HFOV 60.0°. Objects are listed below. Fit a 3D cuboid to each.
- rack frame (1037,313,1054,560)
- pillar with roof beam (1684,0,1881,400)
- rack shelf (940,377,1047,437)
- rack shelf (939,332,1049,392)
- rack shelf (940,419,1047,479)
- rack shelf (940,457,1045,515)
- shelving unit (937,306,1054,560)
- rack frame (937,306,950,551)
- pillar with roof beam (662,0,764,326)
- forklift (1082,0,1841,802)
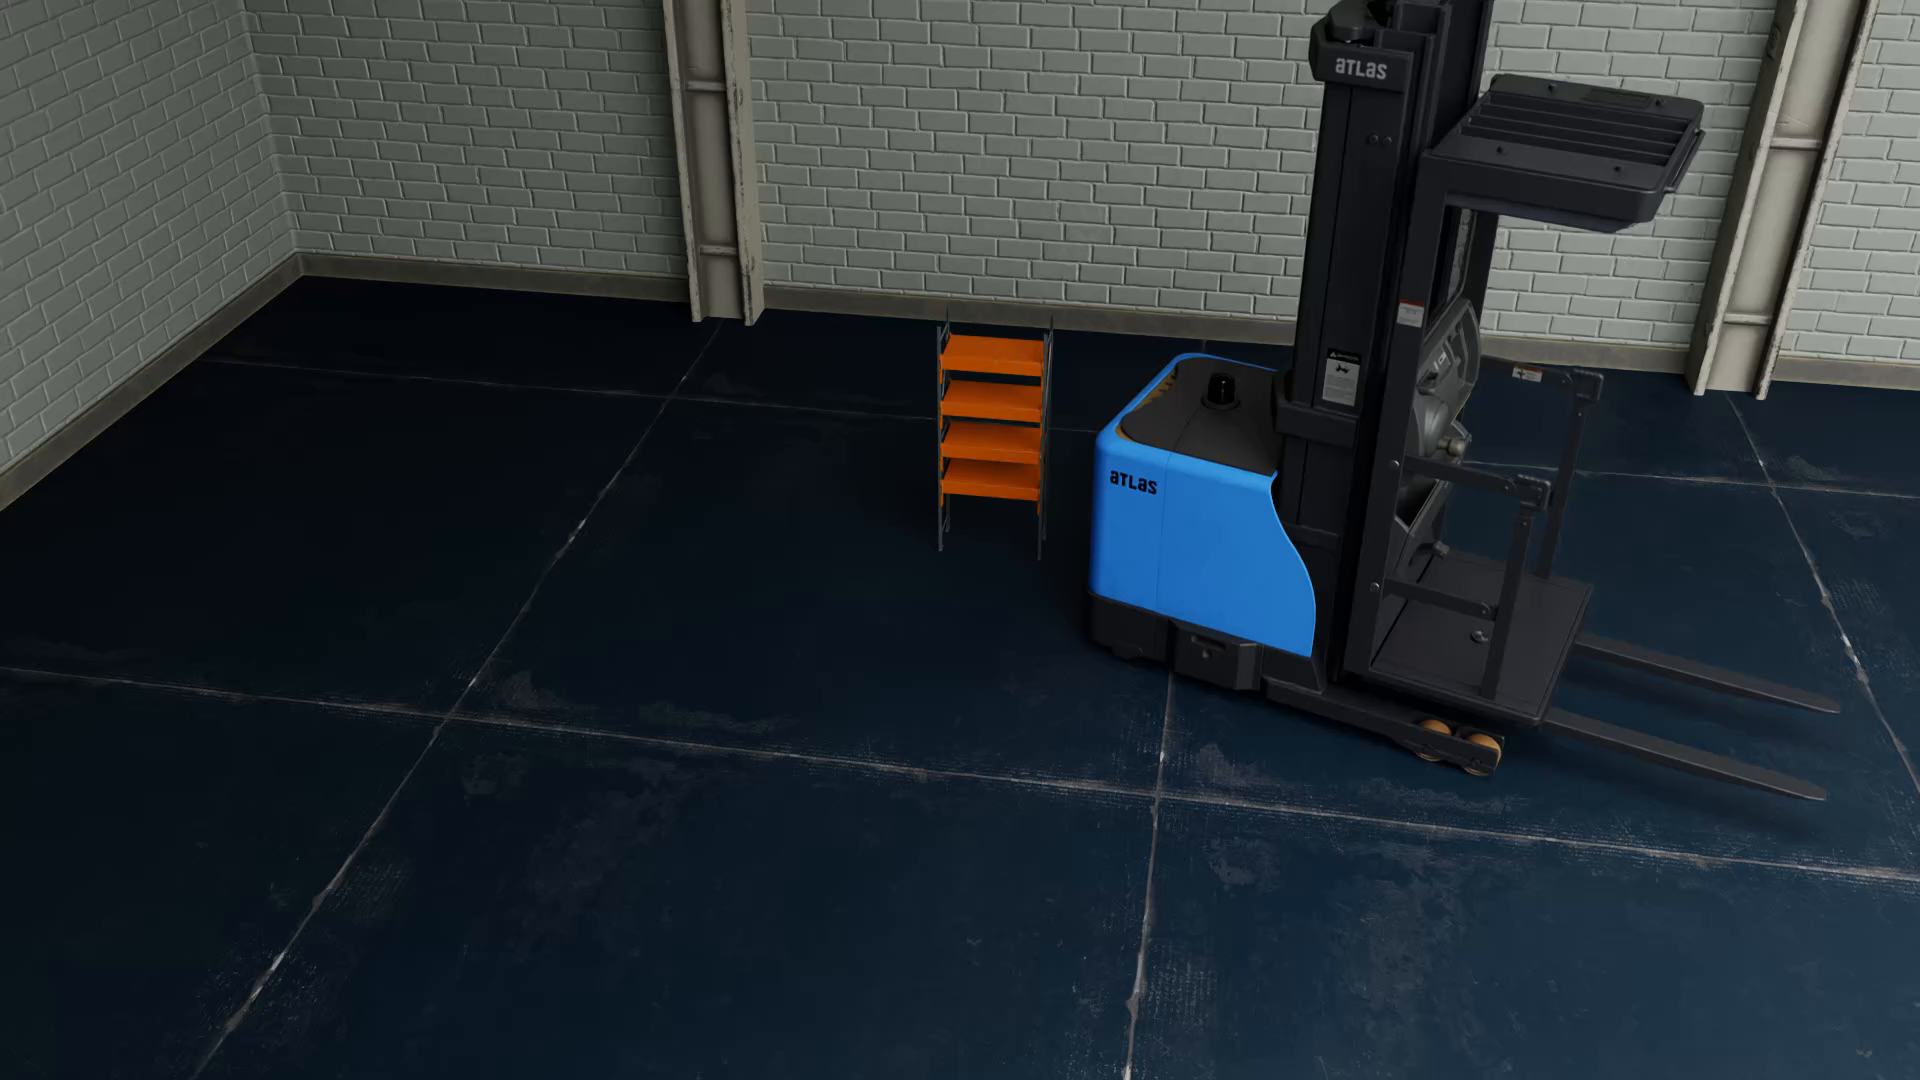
[{"bbox_3d":[0.404,-0.472,7.873,0.015,1.200,0.240,5,32,8],"label":"rack frame"},{"bbox_3d":[3.725,-2.464,3.705,0.400,9.000,9.100,5,32,8],"label":"pillar with roof beam"},{"bbox_3d":[0.163,-0.626,7.825,0.480,0.148,0.258,5,32,8],"label":"rack shelf"},{"bbox_3d":[0.163,-0.827,7.700,0.480,0.148,0.258,5,32,8],"label":"rack shelf"},{"bbox_3d":[0.163,-0.437,7.944,0.480,0.148,0.258,5,32,8],"label":"rack shelf"},{"bbox_3d":[0.163,-0.268,8.049,0.480,0.148,0.258,5,32,8],"label":"rack shelf"},{"bbox_3d":[0.163,-0.494,7.908,0.503,1.200,0.258,5,32,8],"label":"shelving unit"},{"bbox_3d":[-0.077,-0.516,7.943,0.015,1.200,0.240,5,32,8],"label":"rack frame"},{"bbox_3d":[-2.189,-2.999,4.560,0.400,9.000,9.100,5,32,8],"label":"pillar with roof beam"},{"bbox_3d":[2.092,-0.612,6.466,3.031,2.935,1.130,16,36,24],"label":"forklift"}]
